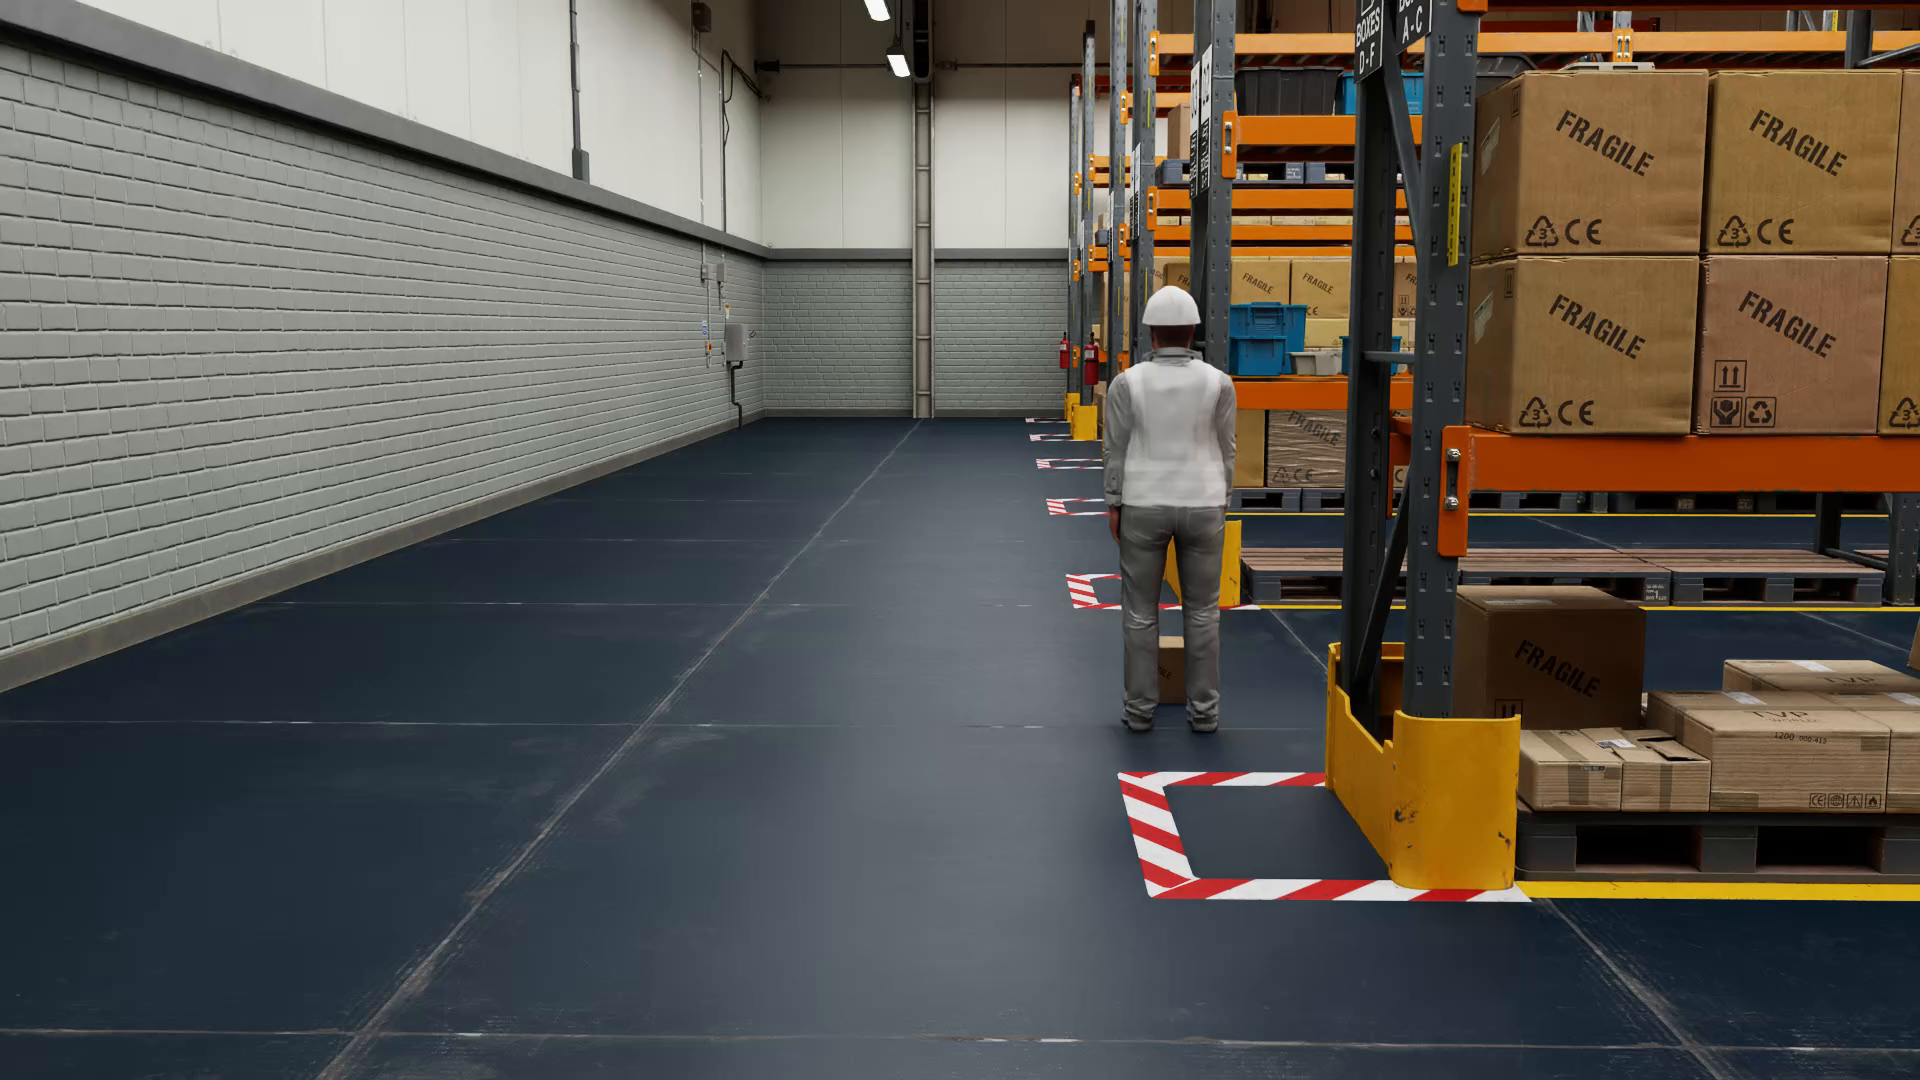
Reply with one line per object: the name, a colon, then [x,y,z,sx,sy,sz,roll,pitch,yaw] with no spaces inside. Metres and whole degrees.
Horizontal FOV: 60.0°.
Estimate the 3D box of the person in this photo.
person: [0.833,-0.123,6.671,0.532,1.766,0.360,0,7,2]
